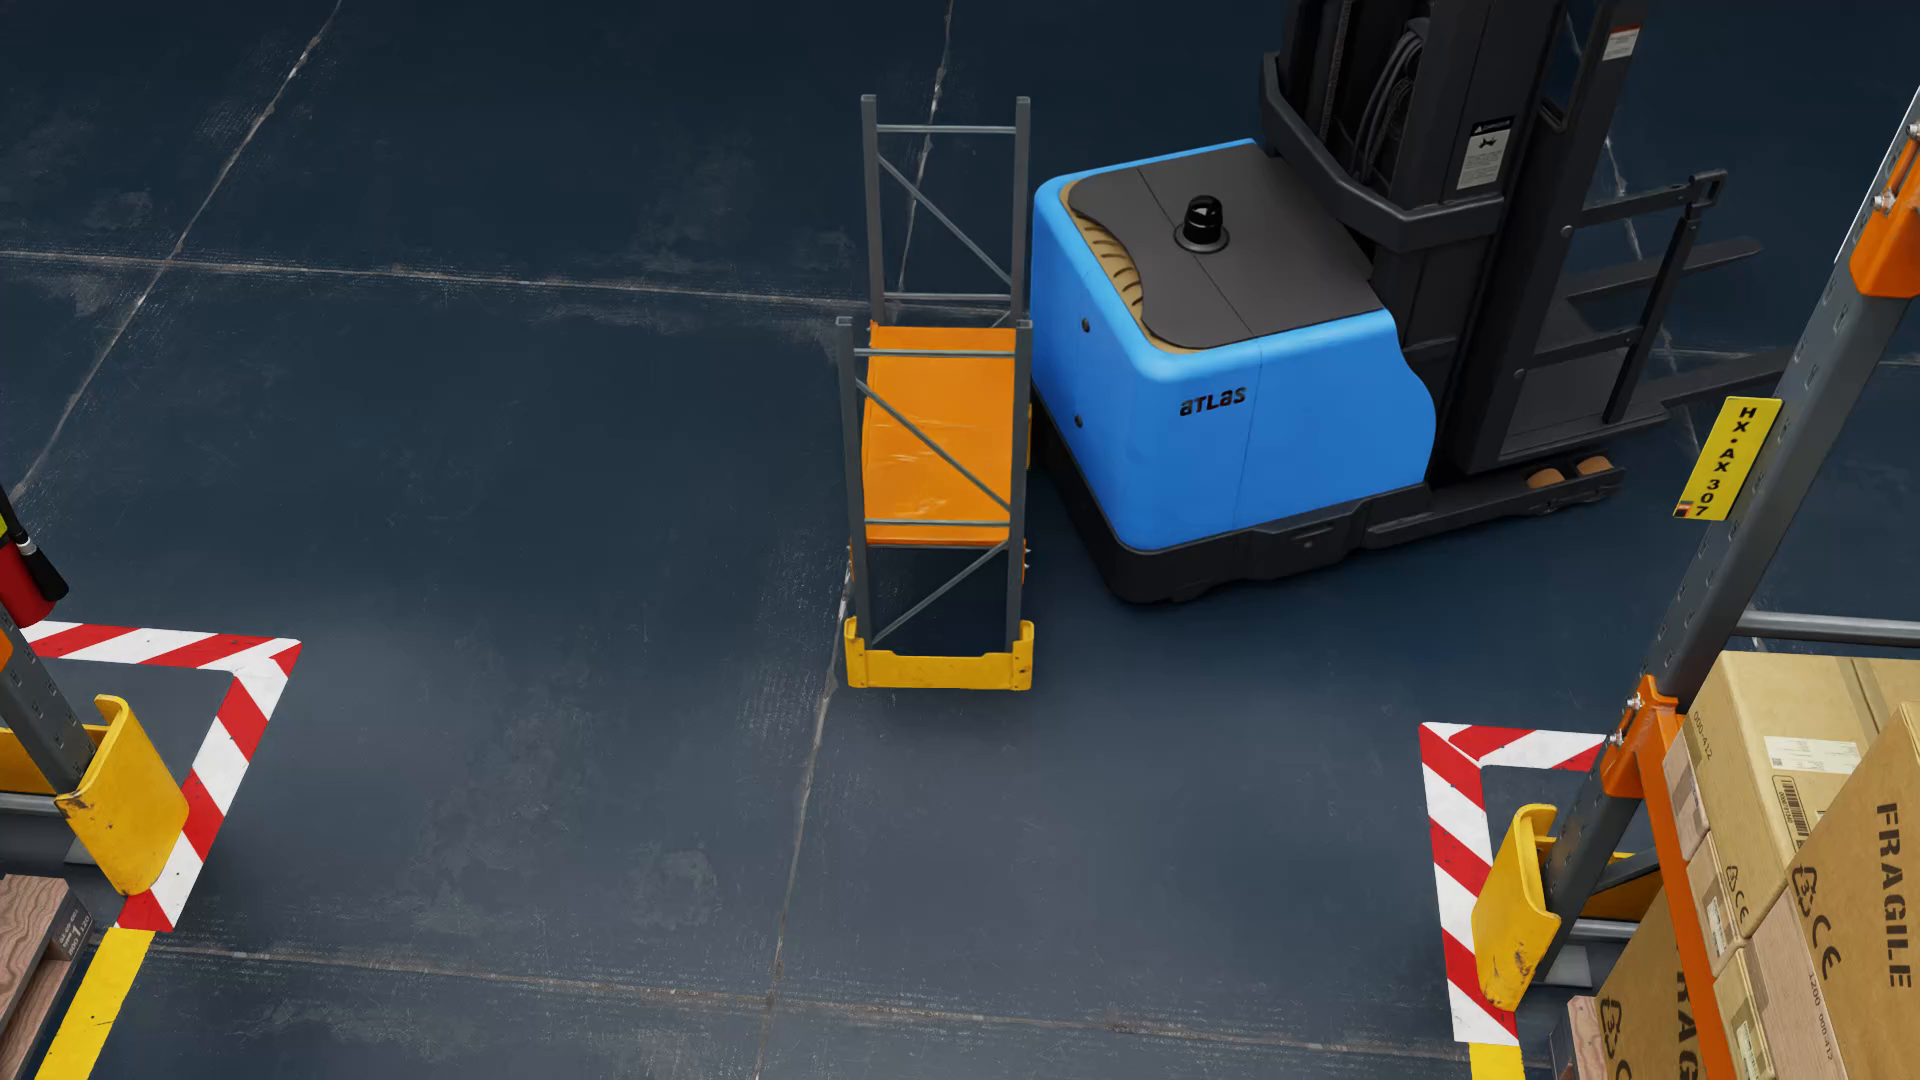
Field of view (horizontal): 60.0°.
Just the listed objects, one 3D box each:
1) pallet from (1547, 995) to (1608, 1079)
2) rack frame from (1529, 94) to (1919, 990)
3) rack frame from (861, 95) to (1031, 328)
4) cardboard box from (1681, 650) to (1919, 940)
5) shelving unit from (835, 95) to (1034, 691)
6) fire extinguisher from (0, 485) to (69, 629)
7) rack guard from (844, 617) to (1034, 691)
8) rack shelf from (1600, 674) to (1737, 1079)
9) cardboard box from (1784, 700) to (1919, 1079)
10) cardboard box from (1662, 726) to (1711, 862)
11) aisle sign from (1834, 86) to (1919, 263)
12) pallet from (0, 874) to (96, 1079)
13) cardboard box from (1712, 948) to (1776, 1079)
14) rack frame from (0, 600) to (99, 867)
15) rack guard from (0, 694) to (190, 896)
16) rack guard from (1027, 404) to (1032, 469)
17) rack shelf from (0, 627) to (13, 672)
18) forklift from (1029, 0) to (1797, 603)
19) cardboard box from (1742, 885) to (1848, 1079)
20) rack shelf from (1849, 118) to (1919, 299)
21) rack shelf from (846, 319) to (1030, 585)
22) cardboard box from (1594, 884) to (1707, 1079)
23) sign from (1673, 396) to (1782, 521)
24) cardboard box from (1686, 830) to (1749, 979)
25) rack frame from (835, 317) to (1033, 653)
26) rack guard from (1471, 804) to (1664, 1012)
[{"bbox_3d":[2.038,1.741,4.015,1.003,0.211,1.213,4,48,4],"label":"pallet"},{"bbox_3d":[2.033,0.207,3.528,1.000,3.000,0.127,4,48,4],"label":"rack frame"},{"bbox_3d":[-0.041,-0.796,5.462,0.500,1.500,0.032,1,48,1],"label":"rack frame"},{"bbox_3d":[1.721,0.492,3.167,0.500,0.250,0.500,3,48,2],"label":"cardboard box"},{"bbox_3d":[-0.053,-0.428,5.125,0.587,1.500,1.083,1,48,1],"label":"shelving unit"},{"bbox_3d":[-2.433,-0.054,4.072,0.296,0.674,0.183,4,48,4],"label":"fire extinguisher"},{"bbox_3d":[-0.065,0.361,5.250,0.587,0.250,0.087,1,48,1],"label":"rack guard"},{"bbox_3d":[1.851,1.919,2.449,1.077,0.370,4.000,4,48,4],"label":"rack shelf"},{"bbox_3d":[1.675,0.606,2.555,0.500,0.500,0.500,3,48,3],"label":"cardboard box"},{"bbox_3d":[1.672,0.530,3.402,0.380,0.149,0.250,4,48,4],"label":"cardboard box"},{"bbox_3d":[1.741,-0.743,2.635,0.394,0.787,0.004,4,48,4],"label":"aisle sign"},{"bbox_3d":[-3.013,1.418,4.310,1.003,0.211,1.213,4,48,4],"label":"pallet"},{"bbox_3d":[1.628,0.907,3.058,0.380,0.149,0.250,3,48,3],"label":"cardboard box"},{"bbox_3d":[-2.899,-0.126,3.833,1.000,3.000,0.127,4,48,4],"label":"rack frame"},{"bbox_3d":[-2.910,0.699,4.772,1.175,0.500,0.348,4,48,4],"label":"rack guard"},{"bbox_3d":[-0.042,-0.373,5.922,0.587,0.250,0.087,1,48,1],"label":"rack guard"},{"bbox_3d":[-3.081,1.586,2.754,1.077,0.370,4.000,4,48,4],"label":"rack shelf"},{"bbox_3d":[1.799,-1.435,5.076,3.031,2.935,1.130,-14,49,-12],"label":"forklift"},{"bbox_3d":[1.680,0.874,2.818,0.500,0.250,0.500,3,48,3],"label":"cardboard box"},{"bbox_3d":[1.851,0.907,1.342,1.077,0.370,4.000,4,48,4],"label":"rack shelf"},{"bbox_3d":[-0.054,-0.300,5.252,0.538,0.185,1.000,1,48,1],"label":"rack shelf"},{"bbox_3d":[2.055,1.258,3.722,0.875,0.875,0.875,4,48,4],"label":"cardboard box"},{"bbox_3d":[1.481,-0.154,3.217,0.100,0.325,0.005,4,48,4],"label":"sign"},{"bbox_3d":[1.651,0.719,3.230,0.380,0.149,0.250,3,48,3],"label":"cardboard box"},{"bbox_3d":[-0.066,-0.046,4.776,0.500,1.500,0.032,1,48,1],"label":"rack frame"},{"bbox_3d":[2.036,1.033,4.466,1.175,0.500,0.348,4,48,4],"label":"rack guard"}]
